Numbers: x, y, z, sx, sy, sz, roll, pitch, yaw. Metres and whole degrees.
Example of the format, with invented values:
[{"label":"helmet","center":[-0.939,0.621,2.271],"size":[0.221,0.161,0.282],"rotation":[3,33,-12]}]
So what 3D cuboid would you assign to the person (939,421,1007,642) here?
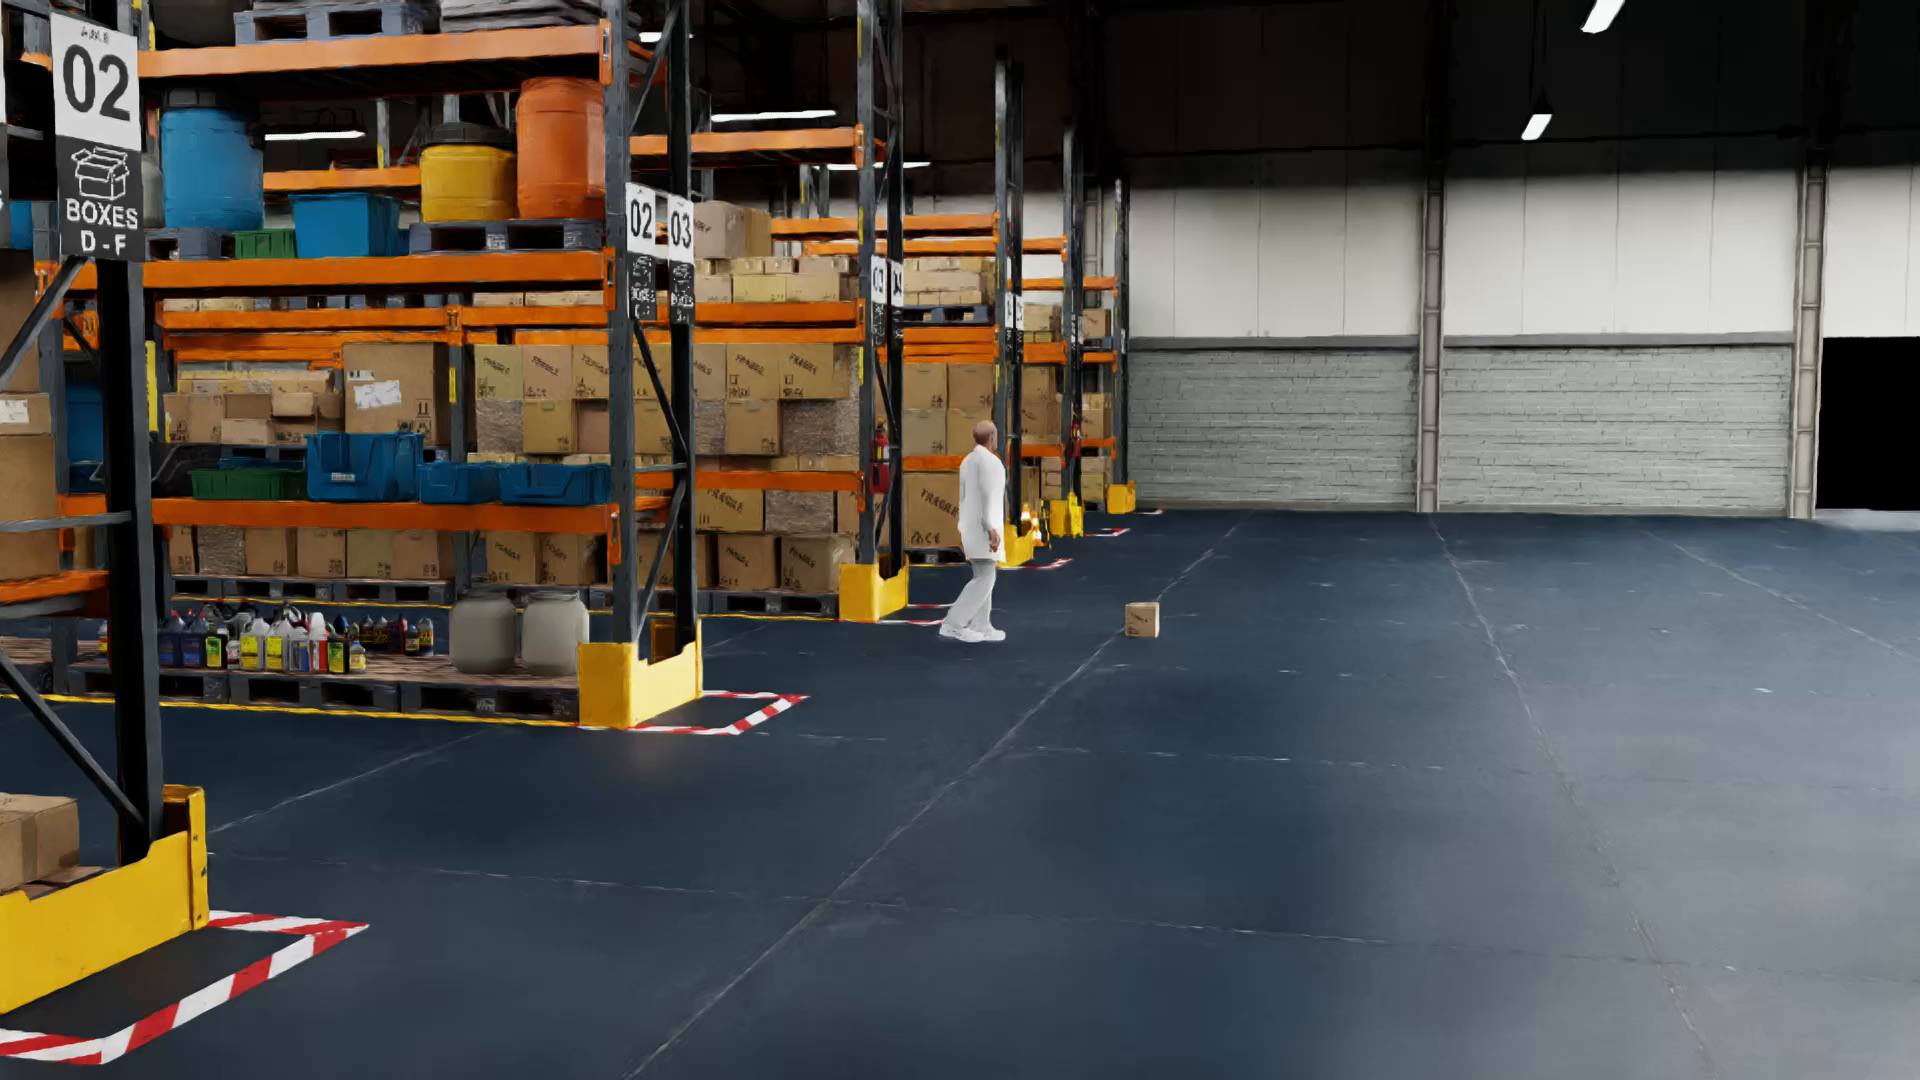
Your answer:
[{"label":"person","center":[0.105,-0.063,13.224],"size":[0.616,1.769,0.619],"rotation":[-2,5,-19]}]
